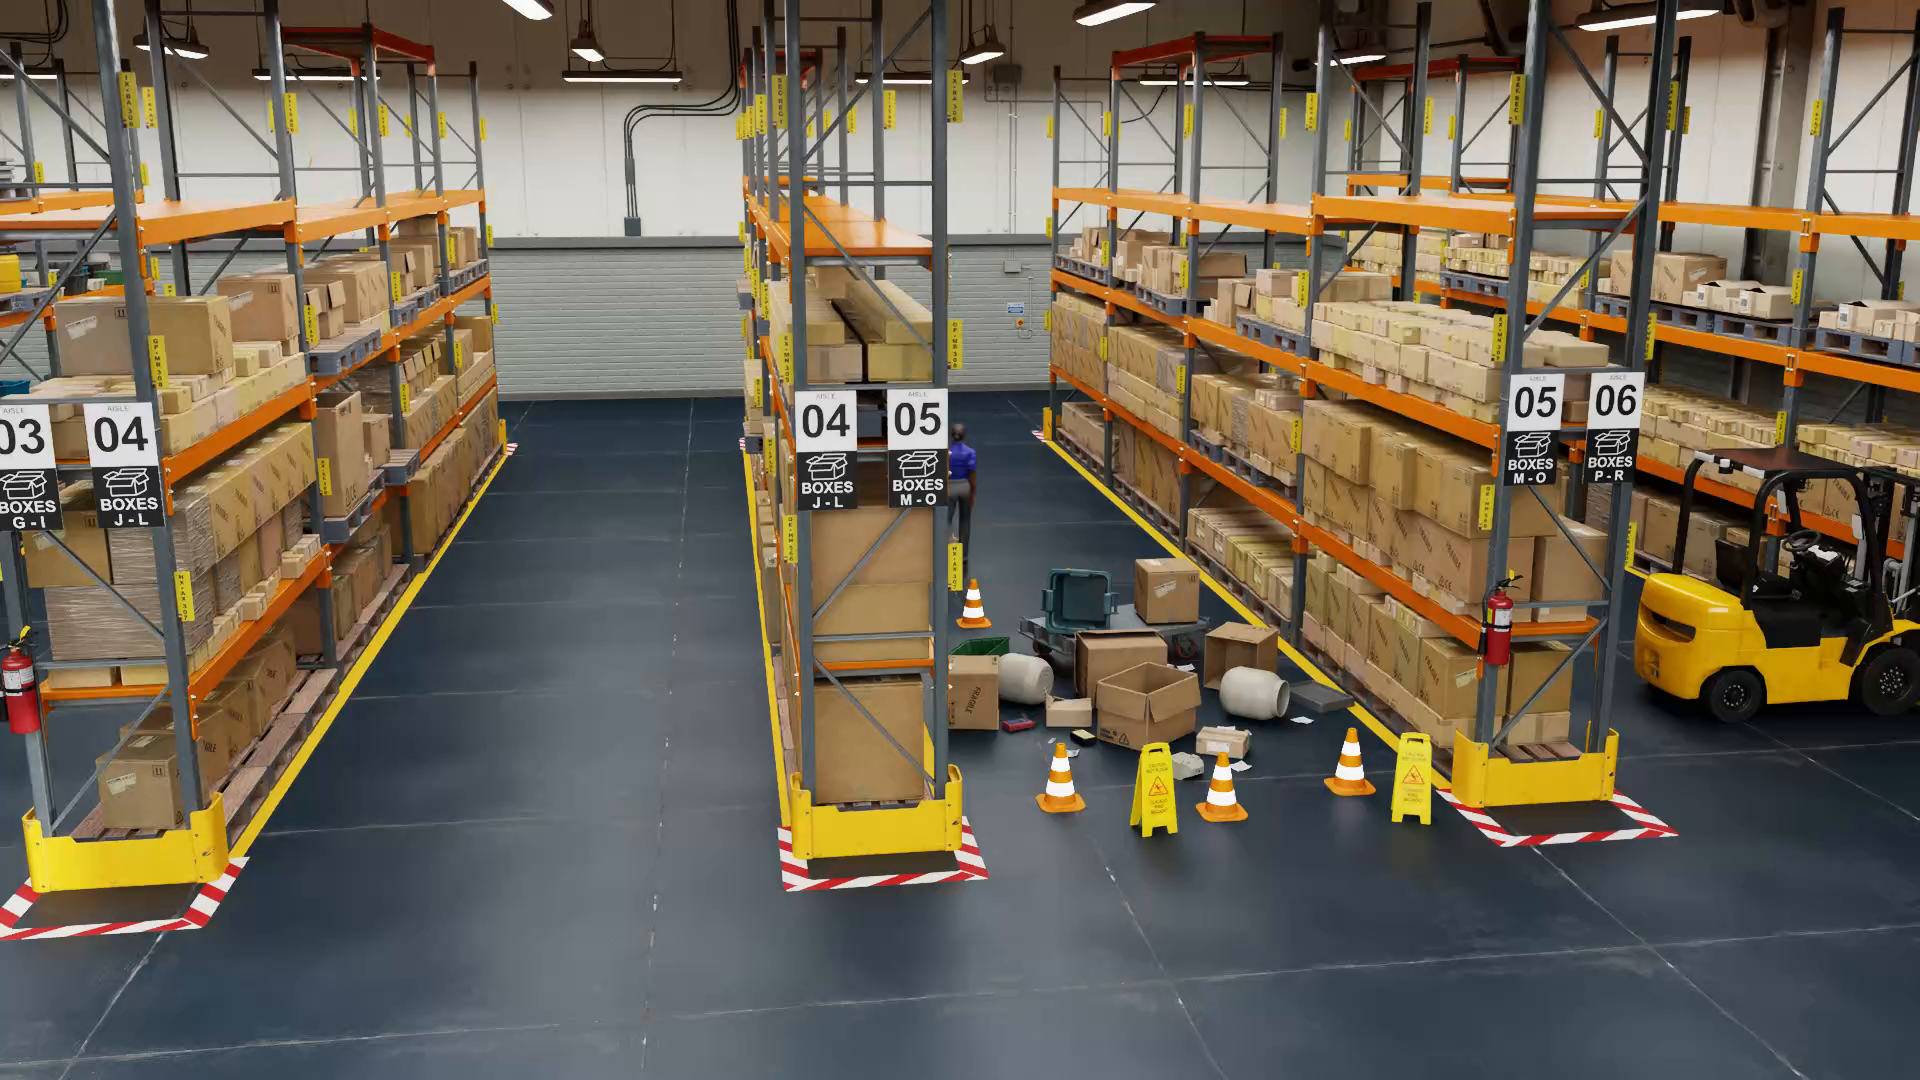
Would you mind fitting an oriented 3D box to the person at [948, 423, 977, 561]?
[{"bbox_3d":[-0.040,-0.529,19.155,0.464,1.635,0.704,0,13,0],"label":"person"}]
